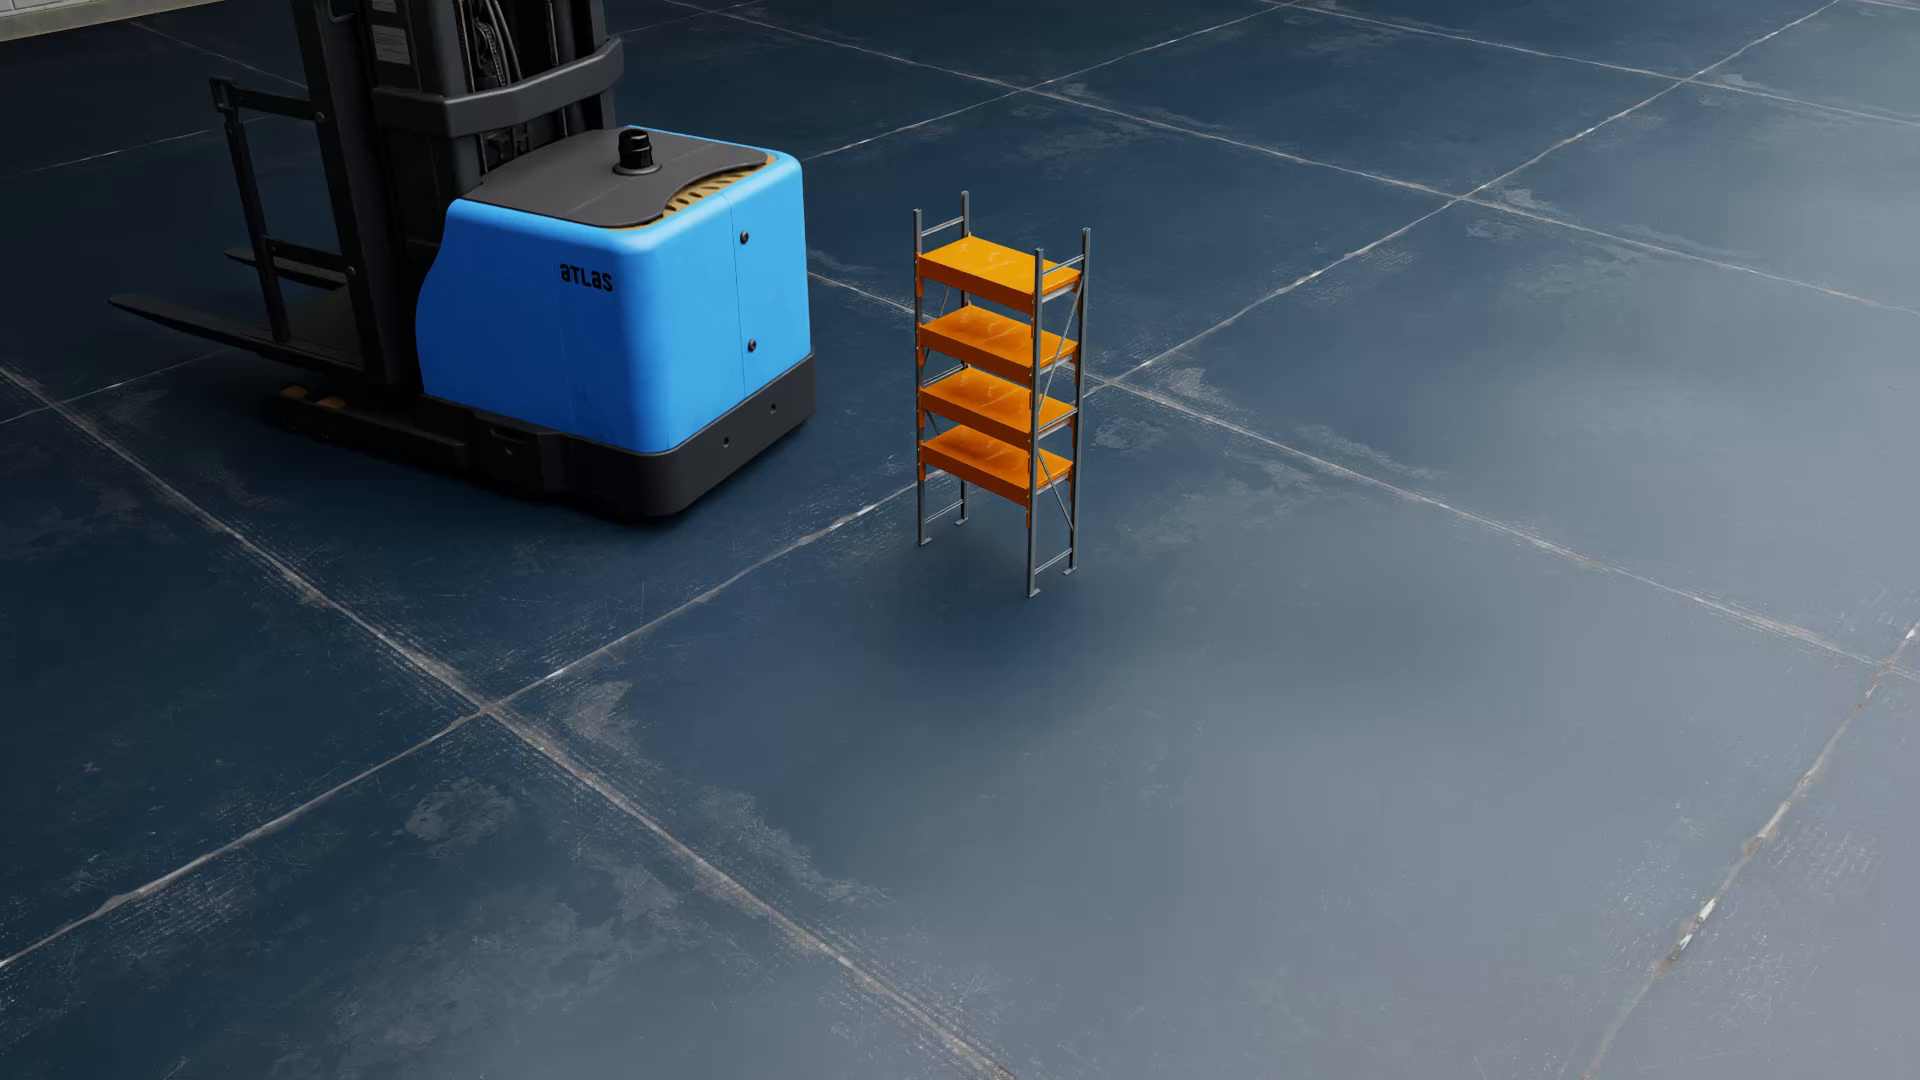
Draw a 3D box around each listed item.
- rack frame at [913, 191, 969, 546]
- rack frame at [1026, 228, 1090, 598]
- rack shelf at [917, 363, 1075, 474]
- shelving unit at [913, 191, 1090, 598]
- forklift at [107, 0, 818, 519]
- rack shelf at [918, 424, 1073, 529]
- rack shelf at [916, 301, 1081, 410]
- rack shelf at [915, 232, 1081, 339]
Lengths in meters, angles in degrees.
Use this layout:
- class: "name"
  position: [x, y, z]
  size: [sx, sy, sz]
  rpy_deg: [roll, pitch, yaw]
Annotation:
- class: "rack frame"
  position: [-0.058, -0.541, 5.486]
  size: [0.015, 1.200, 0.240]
  rpy_deg: [25, 39, 35]
- class: "rack frame"
  position: [0.304, -0.372, 5.205]
  size: [0.015, 1.200, 0.240]
  rpy_deg: [25, 39, 35]
- class: "rack shelf"
  position: [0.123, -0.399, 5.380]
  size: [0.480, 0.148, 0.258]
  rpy_deg: [25, 39, 35]
- class: "shelving unit"
  position: [0.123, -0.457, 5.345]
  size: [0.503, 1.200, 0.258]
  rpy_deg: [25, 39, 35]
- class: "forklift"
  position: [-2.099, -1.862, 6.000]
  size: [3.031, 2.935, 1.130]
  rpy_deg: [15, 34, 24]
- class: "rack shelf"
  position: [0.123, -0.229, 5.482]
  size: [0.480, 0.148, 0.258]
  rpy_deg: [25, 39, 35]
- class: "rack shelf"
  position: [0.123, -0.591, 5.265]
  size: [0.480, 0.148, 0.258]
  rpy_deg: [25, 39, 35]
- class: "rack shelf"
  position: [0.123, -0.793, 5.143]
  size: [0.480, 0.148, 0.258]
  rpy_deg: [25, 39, 35]
